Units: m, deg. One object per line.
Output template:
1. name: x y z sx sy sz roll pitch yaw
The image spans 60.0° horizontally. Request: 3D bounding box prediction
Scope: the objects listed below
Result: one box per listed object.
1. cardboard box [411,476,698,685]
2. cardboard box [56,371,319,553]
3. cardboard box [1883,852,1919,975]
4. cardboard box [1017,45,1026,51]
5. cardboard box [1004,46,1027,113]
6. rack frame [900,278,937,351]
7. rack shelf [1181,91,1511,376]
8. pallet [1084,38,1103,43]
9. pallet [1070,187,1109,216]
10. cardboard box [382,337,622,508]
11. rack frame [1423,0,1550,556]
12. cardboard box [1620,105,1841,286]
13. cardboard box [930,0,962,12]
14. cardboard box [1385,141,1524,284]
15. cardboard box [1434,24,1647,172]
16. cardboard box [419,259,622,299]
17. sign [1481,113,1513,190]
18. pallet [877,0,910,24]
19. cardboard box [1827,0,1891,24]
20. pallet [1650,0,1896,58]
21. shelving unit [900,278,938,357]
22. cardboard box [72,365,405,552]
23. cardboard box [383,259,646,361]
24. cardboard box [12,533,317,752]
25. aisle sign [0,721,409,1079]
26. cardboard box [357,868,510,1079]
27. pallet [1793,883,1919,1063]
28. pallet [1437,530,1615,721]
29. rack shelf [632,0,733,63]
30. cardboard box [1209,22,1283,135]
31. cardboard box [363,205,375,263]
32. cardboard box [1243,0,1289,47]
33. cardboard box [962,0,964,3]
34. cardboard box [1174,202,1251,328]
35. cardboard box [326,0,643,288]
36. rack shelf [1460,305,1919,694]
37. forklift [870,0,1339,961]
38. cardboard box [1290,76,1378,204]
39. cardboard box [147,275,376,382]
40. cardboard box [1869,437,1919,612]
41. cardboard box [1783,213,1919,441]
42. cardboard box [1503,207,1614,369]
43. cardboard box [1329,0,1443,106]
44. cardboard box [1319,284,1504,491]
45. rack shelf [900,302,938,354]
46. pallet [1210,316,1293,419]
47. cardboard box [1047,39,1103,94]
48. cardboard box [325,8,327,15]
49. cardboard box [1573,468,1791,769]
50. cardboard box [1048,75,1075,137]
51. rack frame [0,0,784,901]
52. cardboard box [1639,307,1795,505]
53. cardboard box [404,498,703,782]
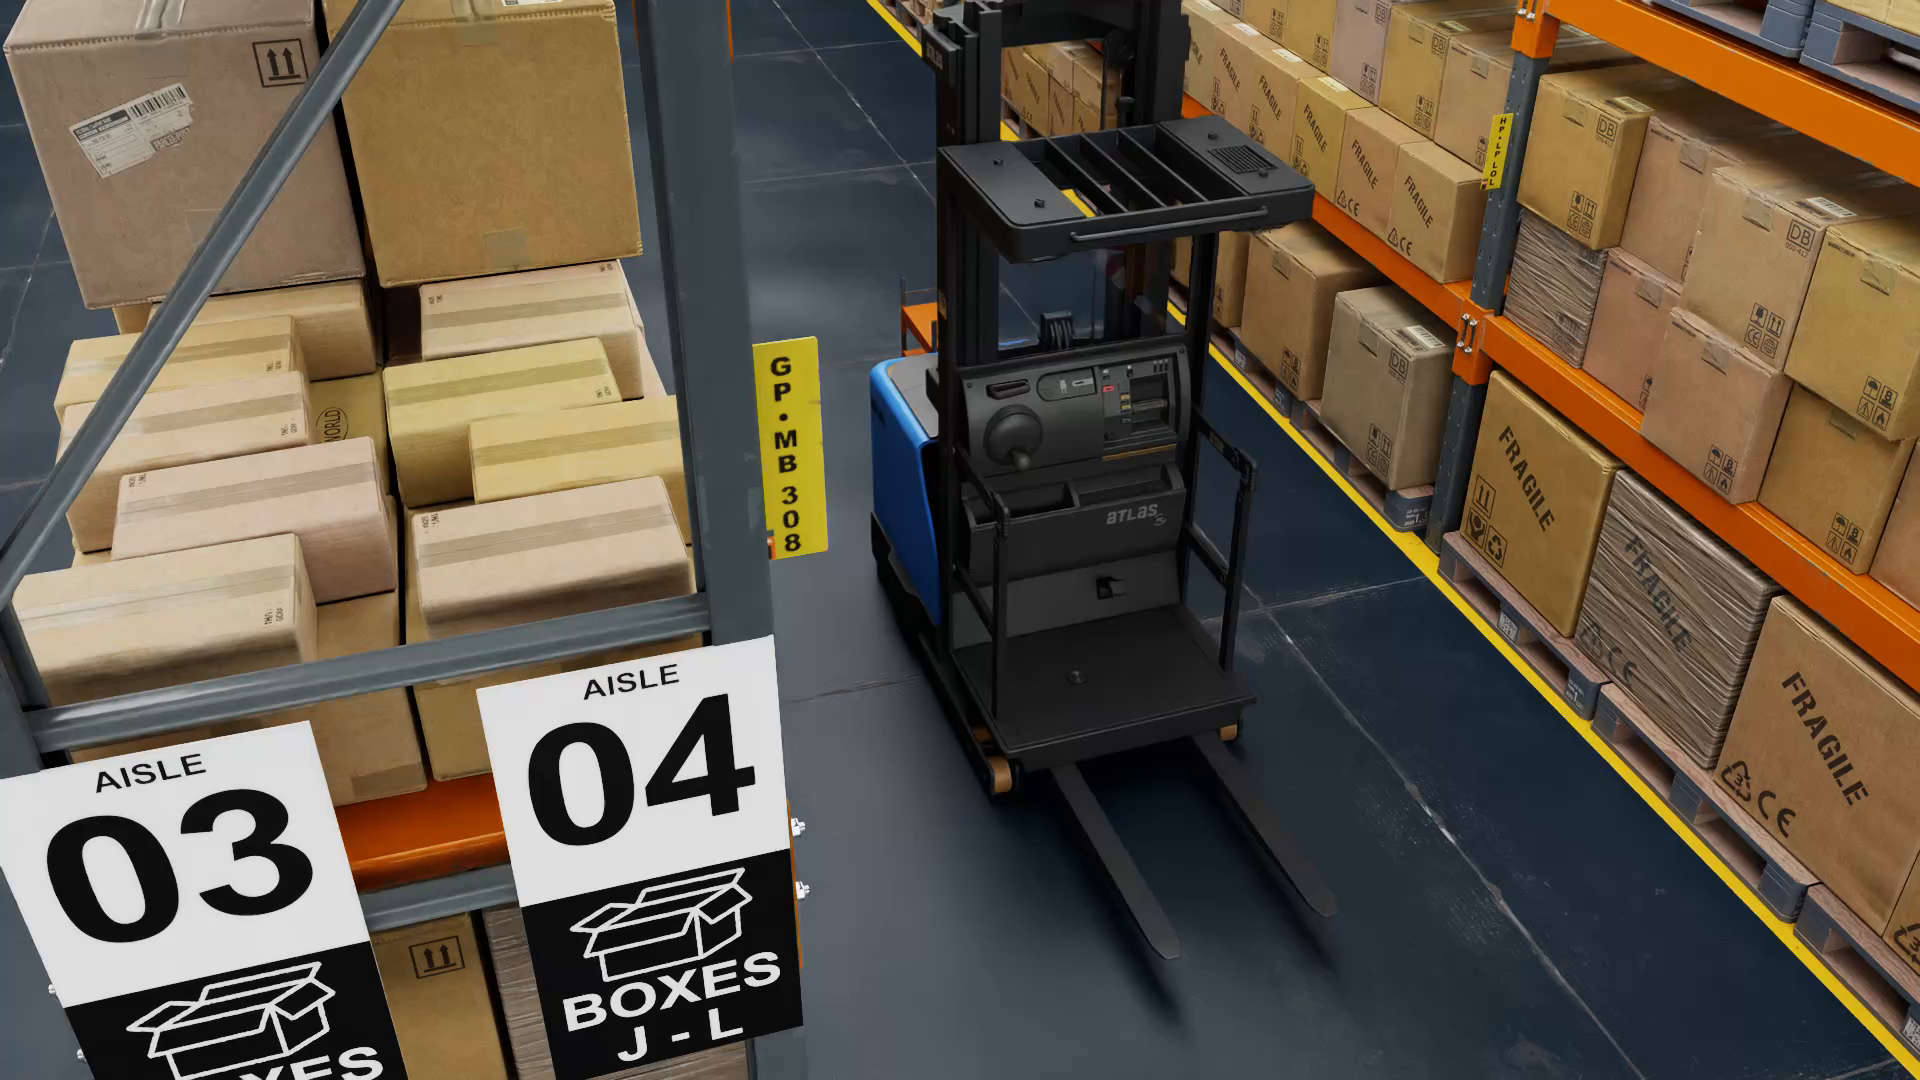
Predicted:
1. cardboard box: -0.610 0.055 2.500 0.380 0.149 0.250 -10 35 -15
2. cardboard box: -1.284 -0.137 2.790 0.380 0.149 0.250 -12 35 -17
3. cardboard box: 3.738 1.178 5.292 0.875 0.875 0.875 -10 35 -14
4. cardboard box: 0.638 -3.953 12.718 0.500 0.250 0.500 -9 34 -13
5. cardboard box: 0.656 -3.638 12.921 0.500 0.500 0.500 -9 35 -14
6. rack frame: -0.171 -0.773 8.332 0.240 1.200 0.015 -11 35 -16
7. rack shelf: 2.178 -2.038 9.266 1.077 0.370 4.000 -10 35 -15
8. pallet: 1.249 -3.664 11.248 1.213 0.211 1.003 -10 35 -15
9. pallet: 1.331 -2.635 12.046 1.003 0.211 1.213 -10 35 -15
10. cardboard box: -0.791 -0.210 2.900 0.380 0.149 0.250 -11 35 -16
11. rack frame: 2.788 -1.288 7.478 1.000 3.000 0.127 -10 35 -15
12. cardboard box: 3.146 -1.332 6.430 0.875 0.550 0.550 -10 35 -15
13. cardboard box: -0.051 -4.710 14.592 0.380 0.149 0.250 -9 35 -14
14. cardboard box: 2.374 -1.559 7.797 0.500 0.500 0.500 -10 35 -15
15. cardboard box: 2.631 -2.006 7.568 0.700 0.500 0.500 -11 35 -16
16. cardboard box: -0.877 -0.493 3.329 0.380 0.149 0.250 -10 35 -15
17. sign: 2.274 -1.642 7.035 0.100 0.325 0.005 -10 35 -15
18. pallet: -0.267 -5.313 16.099 1.003 0.211 1.213 -10 35 -15
19. cardboard box: 2.966 -1.735 5.190 0.380 0.149 0.250 -10 35 -15
20. pallet: 3.028 -2.071 6.023 1.003 0.211 1.213 -10 35 -15
21. shelving unit: -0.092 -0.646 8.139 0.258 1.200 0.503 -11 35 -16
22. cardboard box: -1.290 -0.068 3.047 0.500 0.250 0.500 -10 35 -14
23. cardboard box: -0.958 -0.423 3.584 0.500 0.250 0.500 -10 35 -15
24. cardboard box: -1.128 0.145 2.364 0.380 0.149 0.250 -10 35 -15
25. aisle sign: -1.013 0.592 2.276 0.394 0.787 0.004 -10 35 -15
26. cardboard box: -1.149 0.763 3.107 0.500 0.500 0.500 -10 35 -15
27. pallet: 3.690 1.569 5.684 1.003 0.211 1.213 -10 35 -15
28. pallet: 2.946 0.288 7.623 1.003 0.211 1.213 -10 35 -15
29. rack shelf: -1.356 -1.658 3.253 1.077 0.370 4.000 -10 35 -15
30. cardboard box: 1.759 -2.617 9.399 0.500 0.500 0.500 -10 35 -15
31. cardboard box: -1.597 -0.601 3.855 0.500 0.250 0.500 -11 35 -16
32. cardboard box: 2.010 -3.075 9.185 0.700 0.500 0.500 -11 35 -15
33. cardboard box: 0.321 -4.188 13.753 0.500 0.500 0.500 -9 34 -13
34. cardboard box: 1.938 -1.831 9.960 1.050 0.750 0.750 -9 35 -14
35. cardboard box: -0.942 -0.858 3.292 0.500 0.500 0.500 -10 35 -15
36. rack shelf: 3.398 0.062 6.087 1.077 0.370 4.000 -10 35 -15
37. forklift: 0.531 -0.452 6.276 1.130 2.935 3.031 -11 35 -16
38. cardboard box: 2.066 -2.089 8.600 0.500 0.500 0.500 -10 35 -14
39. cardboard box: -1.340 -0.416 3.212 0.380 0.149 0.250 -10 35 -14
40. cardboard box: 3.612 -0.038 5.450 0.875 0.550 0.550 -10 35 -15
41. cardboard box: 3.349 -0.749 5.547 0.875 0.550 0.500 -10 35 -15
42. cardboard box: 2.912 -1.159 7.147 0.875 0.550 0.550 -10 35 -15
43. cardboard box: 2.318 -2.542 8.378 0.700 0.500 0.500 -10 35 -14
44. cardboard box: 2.513 -0.835 8.453 1.050 0.750 0.750 -10 35 -15
45. rack shelf: -0.092 -0.974 7.923 0.258 0.148 0.480 -11 35 -16
46. pallet: 2.105 -1.159 9.812 1.003 0.211 1.213 -10 35 -15
47. cardboard box: 0.945 -3.412 11.898 0.500 0.250 0.500 -10 35 -14
48. cardboard box: -1.952 -1.365 4.648 0.380 0.149 0.250 -10 35 -14
49. cardboard box: 3.192 0.238 6.715 0.875 0.875 0.875 -10 35 -14
50. cardboard box: 0.963 -3.095 12.100 0.500 0.500 0.500 -9 34 -13
51. rack frame: -0.746 -0.910 1.464 1.000 3.000 0.127 -10 35 -15
52. cardboard box: 3.154 -0.571 6.257 0.875 0.550 0.550 -10 35 -15
53. cardboard box: -0.647 0.108 2.781 0.500 0.250 0.500 -9 35 -13
